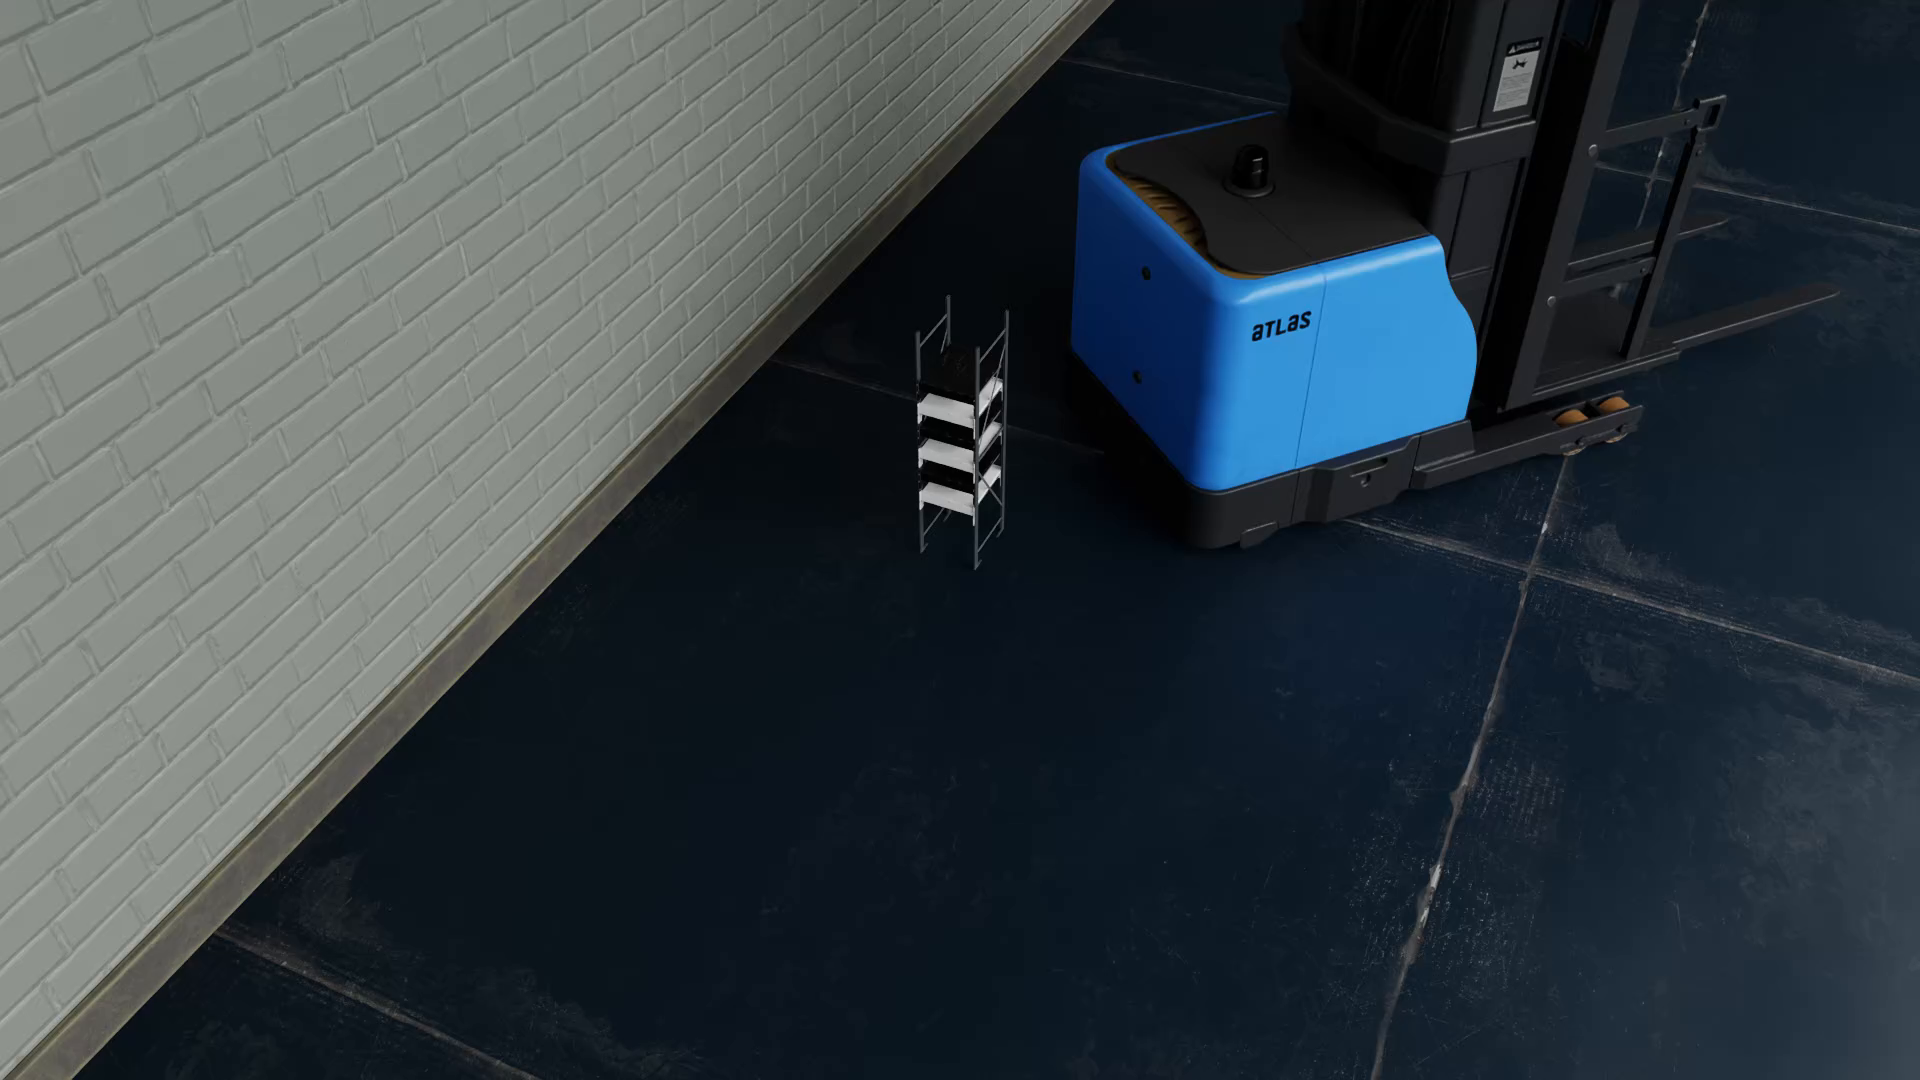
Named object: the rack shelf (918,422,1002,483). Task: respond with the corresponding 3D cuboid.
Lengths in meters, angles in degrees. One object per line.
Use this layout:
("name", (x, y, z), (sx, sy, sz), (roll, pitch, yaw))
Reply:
("rack shelf", (0.007, -0.313, 5.474), (0.200, 0.077, 0.258), (17, 44, 19))

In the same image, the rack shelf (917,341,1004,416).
("rack shelf", (0.007, -0.517, 5.298), (0.200, 0.077, 0.258), (17, 44, 19))

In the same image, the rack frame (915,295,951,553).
("rack frame", (-0.085, -0.366, 5.485), (0.006, 0.900, 0.240), (17, 44, 19))

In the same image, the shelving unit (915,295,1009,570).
("shelving unit", (0.007, -0.338, 5.453), (0.210, 0.900, 0.258), (17, 44, 19))

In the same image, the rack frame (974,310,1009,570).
("rack frame", (0.099, -0.310, 5.420), (0.006, 0.900, 0.240), (17, 44, 19))

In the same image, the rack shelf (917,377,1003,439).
("rack shelf", (0.007, -0.449, 5.357), (0.200, 0.077, 0.258), (17, 44, 19))

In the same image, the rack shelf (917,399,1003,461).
("rack shelf", (0.007, -0.381, 5.416), (0.200, 0.077, 0.258), (17, 44, 19))

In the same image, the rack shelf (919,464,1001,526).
("rack shelf", (0.007, -0.177, 5.592), (0.200, 0.077, 0.258), (17, 44, 19))

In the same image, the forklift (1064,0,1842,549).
("forklift", (1.953, -1.717, 5.494), (3.031, 2.935, 1.130), (-16, 43, -18))

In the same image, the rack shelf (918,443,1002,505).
("rack shelf", (0.007, -0.245, 5.533), (0.200, 0.077, 0.258), (17, 44, 19))
